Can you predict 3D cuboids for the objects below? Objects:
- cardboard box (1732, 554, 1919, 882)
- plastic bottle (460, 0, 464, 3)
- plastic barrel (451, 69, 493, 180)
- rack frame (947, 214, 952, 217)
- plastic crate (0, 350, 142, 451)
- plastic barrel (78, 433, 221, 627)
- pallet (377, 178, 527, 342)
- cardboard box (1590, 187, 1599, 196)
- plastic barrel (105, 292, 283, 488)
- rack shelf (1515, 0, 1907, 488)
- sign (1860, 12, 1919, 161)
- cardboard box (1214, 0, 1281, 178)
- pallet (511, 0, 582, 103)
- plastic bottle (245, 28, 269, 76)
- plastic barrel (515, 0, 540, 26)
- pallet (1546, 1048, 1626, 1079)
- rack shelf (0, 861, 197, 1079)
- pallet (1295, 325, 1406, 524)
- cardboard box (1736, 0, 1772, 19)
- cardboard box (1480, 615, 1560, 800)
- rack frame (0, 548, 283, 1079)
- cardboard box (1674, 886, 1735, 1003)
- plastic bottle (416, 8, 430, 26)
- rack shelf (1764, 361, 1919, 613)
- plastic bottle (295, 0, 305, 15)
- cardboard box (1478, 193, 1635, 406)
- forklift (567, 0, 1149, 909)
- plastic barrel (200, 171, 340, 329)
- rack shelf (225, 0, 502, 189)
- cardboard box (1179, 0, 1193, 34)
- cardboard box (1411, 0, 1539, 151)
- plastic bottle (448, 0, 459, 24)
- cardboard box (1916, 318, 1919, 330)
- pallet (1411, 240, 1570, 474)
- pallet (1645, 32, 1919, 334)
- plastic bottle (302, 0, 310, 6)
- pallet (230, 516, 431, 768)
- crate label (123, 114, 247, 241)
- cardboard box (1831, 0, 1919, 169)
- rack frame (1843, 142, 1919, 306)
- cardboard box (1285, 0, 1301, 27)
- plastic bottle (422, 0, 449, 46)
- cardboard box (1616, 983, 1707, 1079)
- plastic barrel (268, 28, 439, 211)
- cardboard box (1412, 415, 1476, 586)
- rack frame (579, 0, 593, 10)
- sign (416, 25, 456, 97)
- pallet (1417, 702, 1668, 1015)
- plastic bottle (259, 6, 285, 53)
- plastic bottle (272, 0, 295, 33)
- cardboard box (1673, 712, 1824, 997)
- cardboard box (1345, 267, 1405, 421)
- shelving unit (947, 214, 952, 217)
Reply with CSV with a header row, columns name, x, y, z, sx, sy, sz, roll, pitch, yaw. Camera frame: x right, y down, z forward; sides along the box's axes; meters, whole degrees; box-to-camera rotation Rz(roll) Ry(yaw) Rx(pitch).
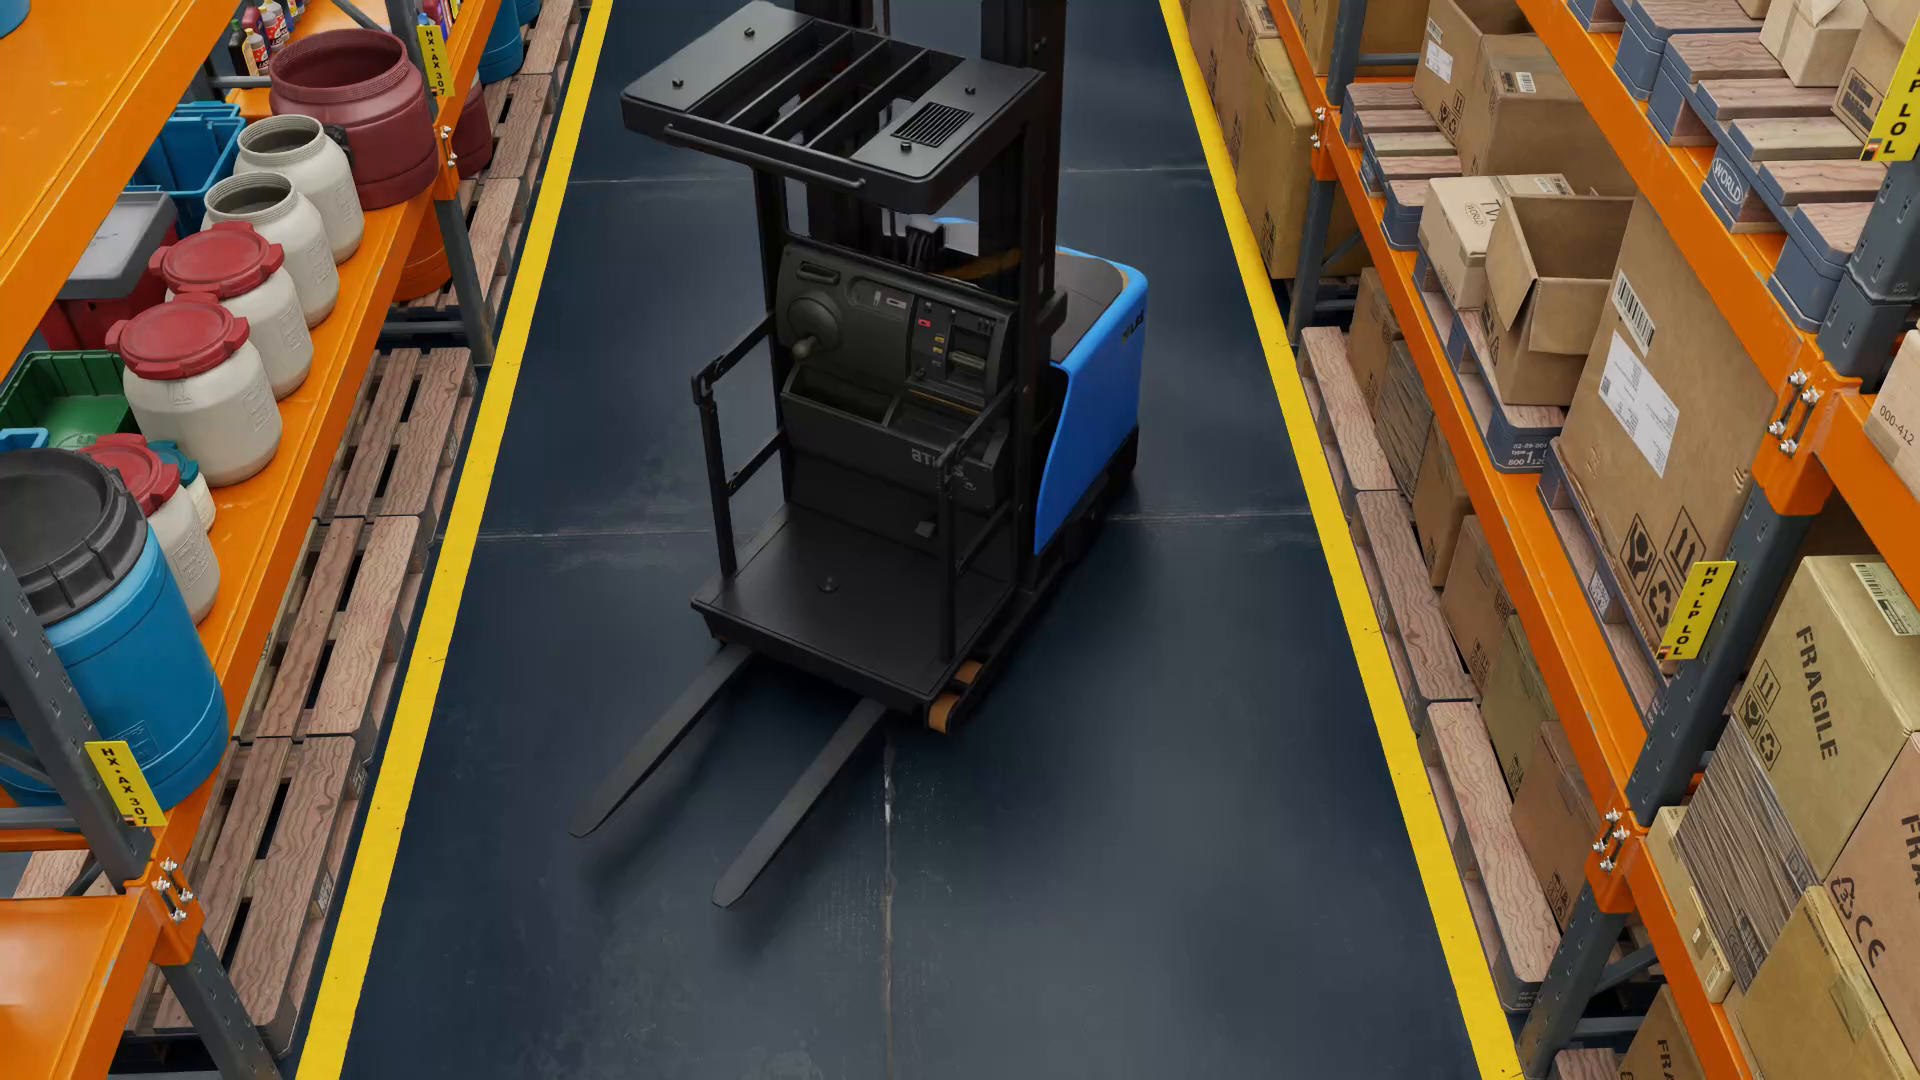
name,x,y,z,sx,sy,sz,roll,pitch,yaw
cardboard box,2.081,0.376,3.585,0.500,0.500,0.500,-2,43,-2
plastic bottle,-2.488,-2.796,8.167,0.061,0.283,0.133,-2,43,-2
plastic barrel,-2.888,-2.336,9.052,0.600,0.588,0.708,-2,43,-2
rack frame,0.053,-1.114,7.799,0.240,0.900,0.006,15,45,16
plastic crate,-2.989,-0.367,5.587,0.450,0.188,0.662,-2,43,-2
plastic barrel,-2.454,0.020,4.907,0.433,0.535,0.433,0,43,0
pallet,-2.878,-1.481,8.709,1.003,0.211,1.213,-2,43,-2
cardboard box,2.486,-1.107,6.027,0.396,0.266,0.258,-3,43,-3
plastic barrel,-2.486,-0.475,5.448,0.433,0.535,0.433,0,43,0
rack shelf,2.231,-1.610,5.099,1.077,0.370,4.000,-2,43,-2
sign,1.761,-0.843,3.055,0.100,0.325,0.005,-2,43,-2
cardboard box,2.107,-2.560,9.085,1.225,0.875,0.875,-2,43,-2
pallet,-2.981,-3.128,10.506,1.003,0.211,1.213,-2,43,-2
plastic bottle,-3.233,-2.244,7.625,0.097,0.201,0.097,0,43,0
plastic barrel,-2.966,-3.692,10.300,0.600,0.901,0.708,-2,43,-2
pallet,2.380,2.061,4.845,1.003,0.211,1.213,-2,43,-2
rack shelf,-2.548,2.338,3.012,1.077,0.370,4.000,-2,43,-2
pallet,2.178,-0.564,7.709,1.003,0.211,1.213,-2,43,-2
cardboard box,2.354,-1.674,4.250,0.797,0.503,0.637,0,43,0
cardboard box,2.310,0.602,5.898,0.700,0.500,0.500,-2,43,-2
rack frame,-2.630,0.723,4.242,0.949,2.616,0.053,-2,43,-2
cardboard box,2.022,0.996,4.129,0.380,0.149,0.250,-2,43,-2
plastic bottle,-2.476,-2.311,7.646,0.097,0.271,0.097,0,43,0
rack shelf,2.401,1.090,2.153,1.077,0.370,4.000,-2,43,-2
plastic bottle,-3.259,-2.688,8.058,0.097,0.271,0.097,0,43,0
cardboard box,2.150,-0.780,5.494,0.797,0.503,0.637,2,43,3
forklift,-0.353,-0.686,5.829,1.130,2.935,3.031,20,46,21
plastic barrel,-2.528,-1.046,6.089,0.421,0.512,0.421,0,43,0
rack shelf,-2.888,-3.063,8.904,1.077,0.370,4.000,-2,43,-2
cardboard box,2.023,-3.760,10.394,1.225,0.875,0.875,-2,43,-2
cardboard box,2.209,-1.948,6.771,0.500,0.500,0.500,-6,43,-7
plastic bottle,-2.478,-2.640,7.997,0.061,0.283,0.133,-2,43,-2
cardboard box,2.022,-0.389,3.050,0.380,0.149,0.250,-3,43,-3
pallet,2.271,-0.714,5.951,1.003,0.211,1.213,-2,43,-2
pallet,2.396,-0.876,3.905,1.213,0.211,1.003,-2,43,-2
plastic bottle,-3.263,-2.728,8.153,0.097,0.201,0.097,0,43,0
pallet,-2.760,0.396,6.662,1.003,0.211,1.213,-2,43,-2
crate label,-3.031,-1.312,6.436,0.502,0.435,0.616,-2,43,-2
cardboard box,2.395,-1.038,3.556,0.797,0.503,0.637,-4,43,-4
rack frame,2.316,-1.631,2.370,1.000,3.000,0.127,-2,43,-2
cardboard box,1.862,-2.820,8.032,0.500,0.500,0.500,-2,43,-2
plastic bottle,-2.466,-2.459,7.800,0.061,0.283,0.133,-2,43,-2
cardboard box,2.293,1.618,4.804,0.500,0.500,0.500,-3,43,-3
plastic barrel,-2.480,-1.723,6.810,0.600,0.536,0.708,-2,43,-2
cardboard box,2.262,-0.152,6.720,0.700,0.500,0.500,2,43,2
rack frame,-2.973,-4.678,10.134,1.000,3.000,0.127,-2,43,-2
sign,-2.253,-2.058,7.155,0.100,0.325,0.005,-2,43,-2
pallet,2.281,1.083,5.912,1.003,0.211,1.213,-2,43,-2
plastic bottle,-3.243,-2.400,7.795,0.097,0.201,0.097,0,43,0
plastic bottle,-3.251,-2.557,7.915,0.097,0.271,0.097,0,43,0
cardboard box,2.273,0.740,3.929,0.875,0.500,0.500,-2,43,-2
cardboard box,2.194,-0.909,7.546,0.700,0.500,0.500,-4,43,-4
shelving unit,0.015,-1.050,7.730,0.258,0.900,0.210,15,45,16
